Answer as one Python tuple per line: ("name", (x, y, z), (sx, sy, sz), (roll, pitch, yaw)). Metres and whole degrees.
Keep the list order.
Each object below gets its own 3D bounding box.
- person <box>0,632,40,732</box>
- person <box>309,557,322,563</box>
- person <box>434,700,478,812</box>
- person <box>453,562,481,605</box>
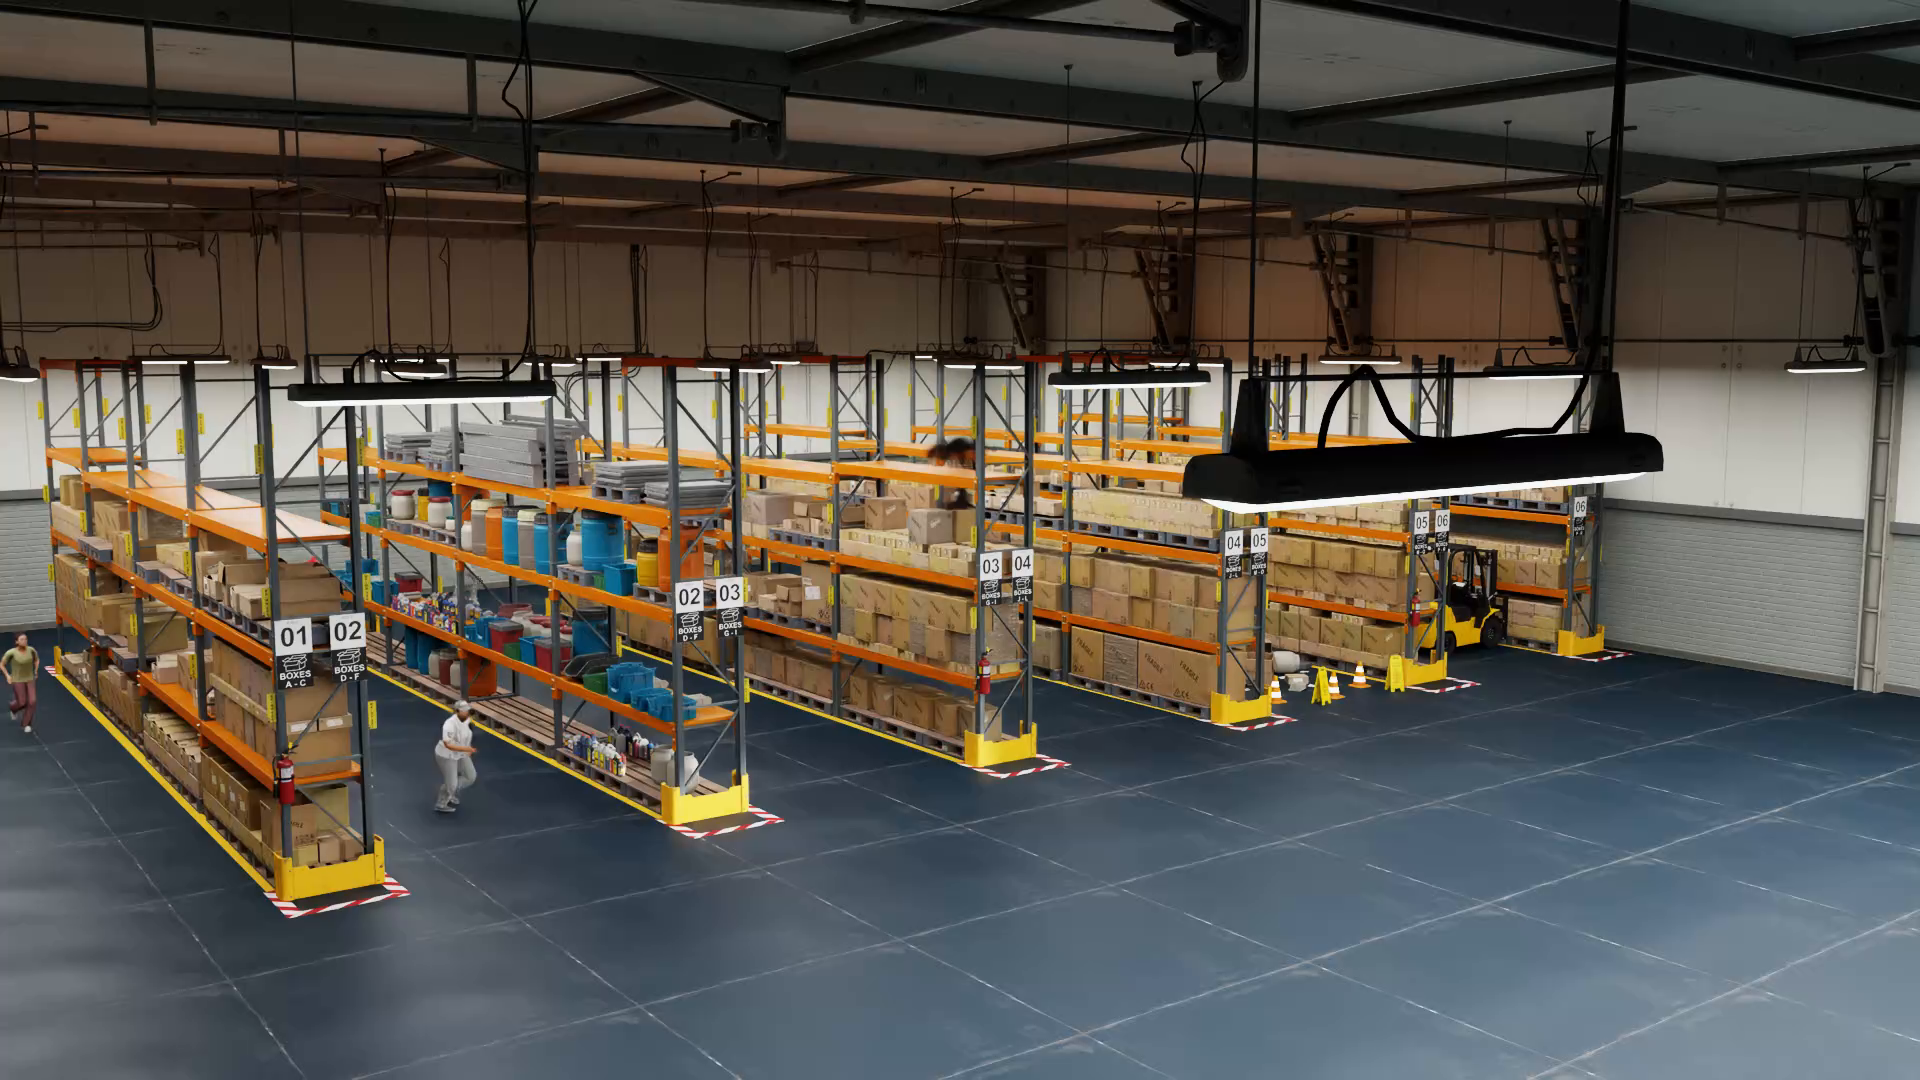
("person", (-15.295, 2.294, 27.100), (0.616, 1.625, 0.595), (6, 9, 40))
("person", (-13.727, 1.228, 35.398), (0.652, 1.745, 0.670), (6, 9, 42))
("person", (-6.745, 2.896, 22.309), (0.716, 1.555, 0.599), (3, 7, 21))
("person", (-11.755, 0.686, 39.676), (0.742, 1.825, 0.693), (1, 7, 7))
